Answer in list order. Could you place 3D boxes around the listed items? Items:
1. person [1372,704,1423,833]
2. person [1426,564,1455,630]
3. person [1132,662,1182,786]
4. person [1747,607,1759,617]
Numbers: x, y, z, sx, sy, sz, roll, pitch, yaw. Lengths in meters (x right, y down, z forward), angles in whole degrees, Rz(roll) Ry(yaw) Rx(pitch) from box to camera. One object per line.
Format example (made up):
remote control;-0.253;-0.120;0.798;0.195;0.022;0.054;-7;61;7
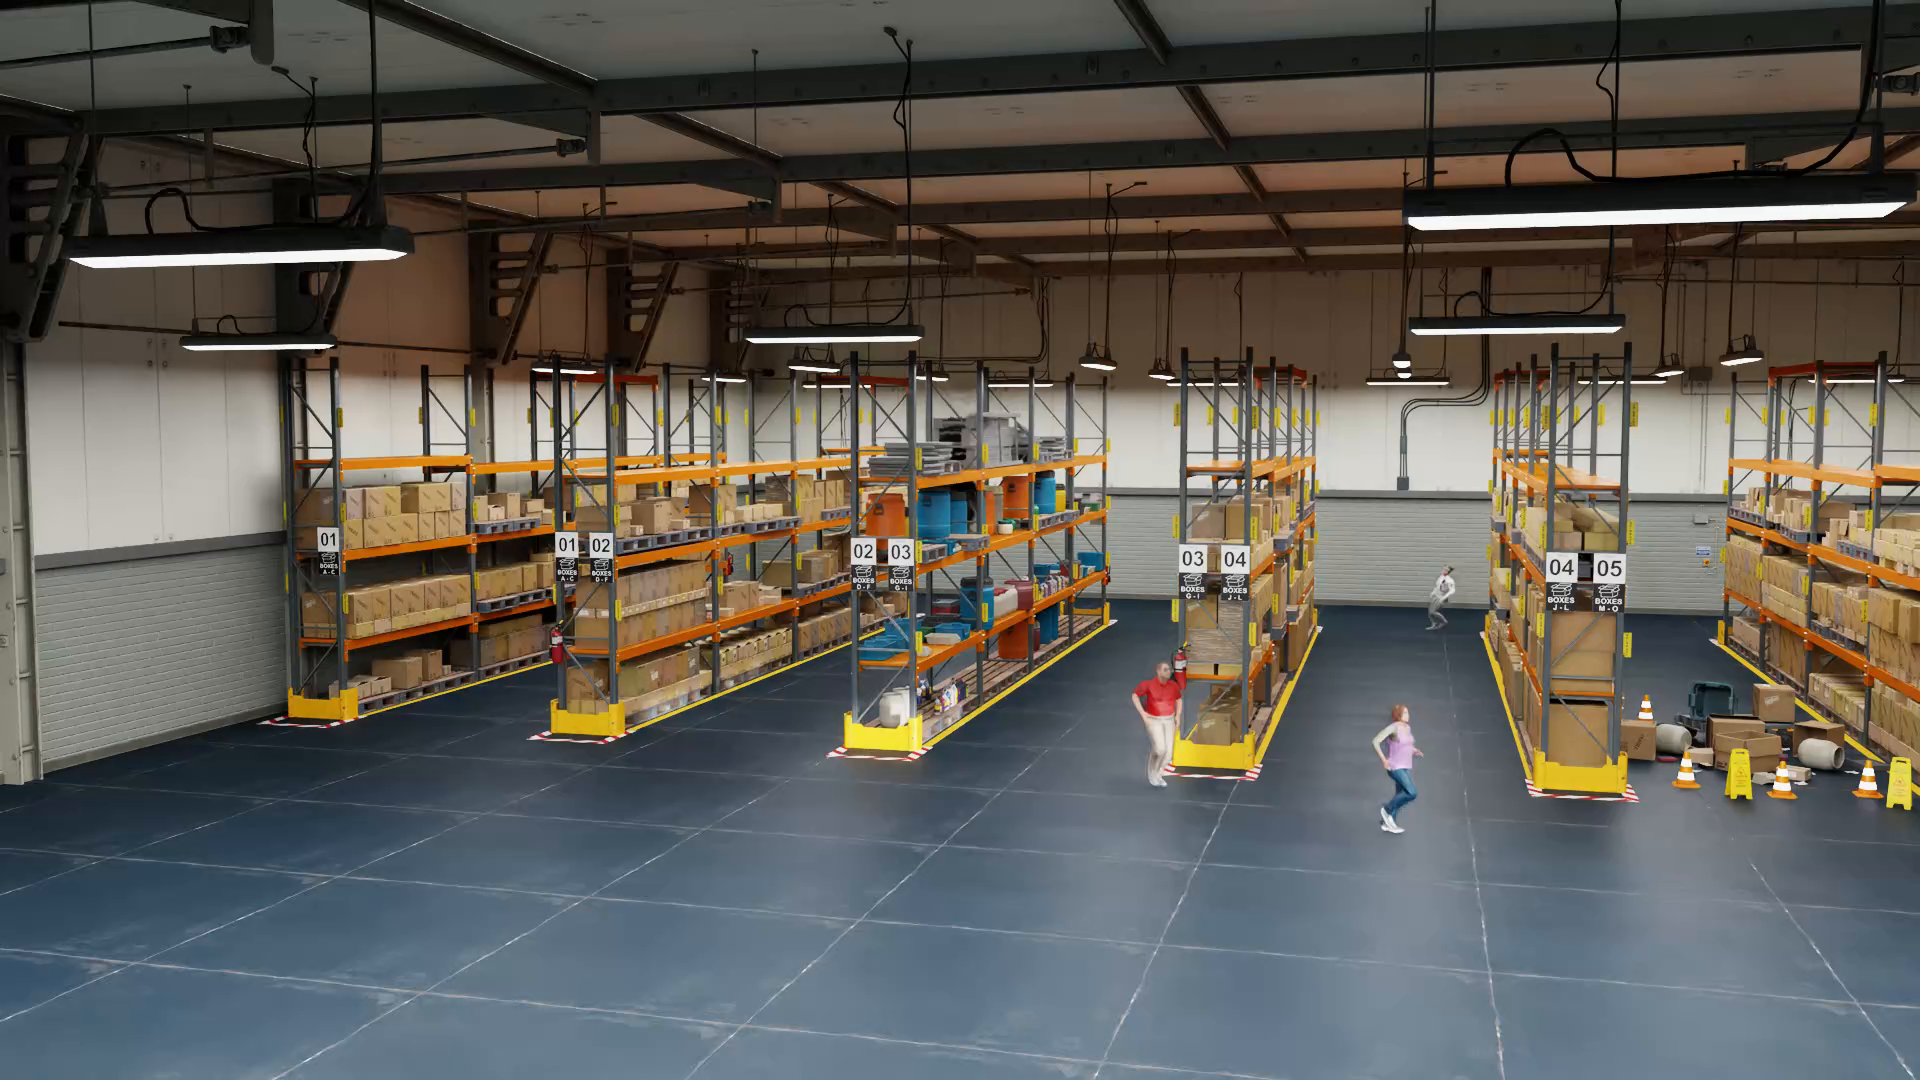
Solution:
person;5.299;2.750;19.958;0.552;1.562;0.533;4;6;43
person;11.262;1.354;39.000;0.529;1.601;0.691;0;4;-3
person;2.735;2.504;22.541;0.686;1.688;0.557;-1;4;-18
person;18.019;1.410;37.685;0.627;1.657;0.835;-4;5;-40
